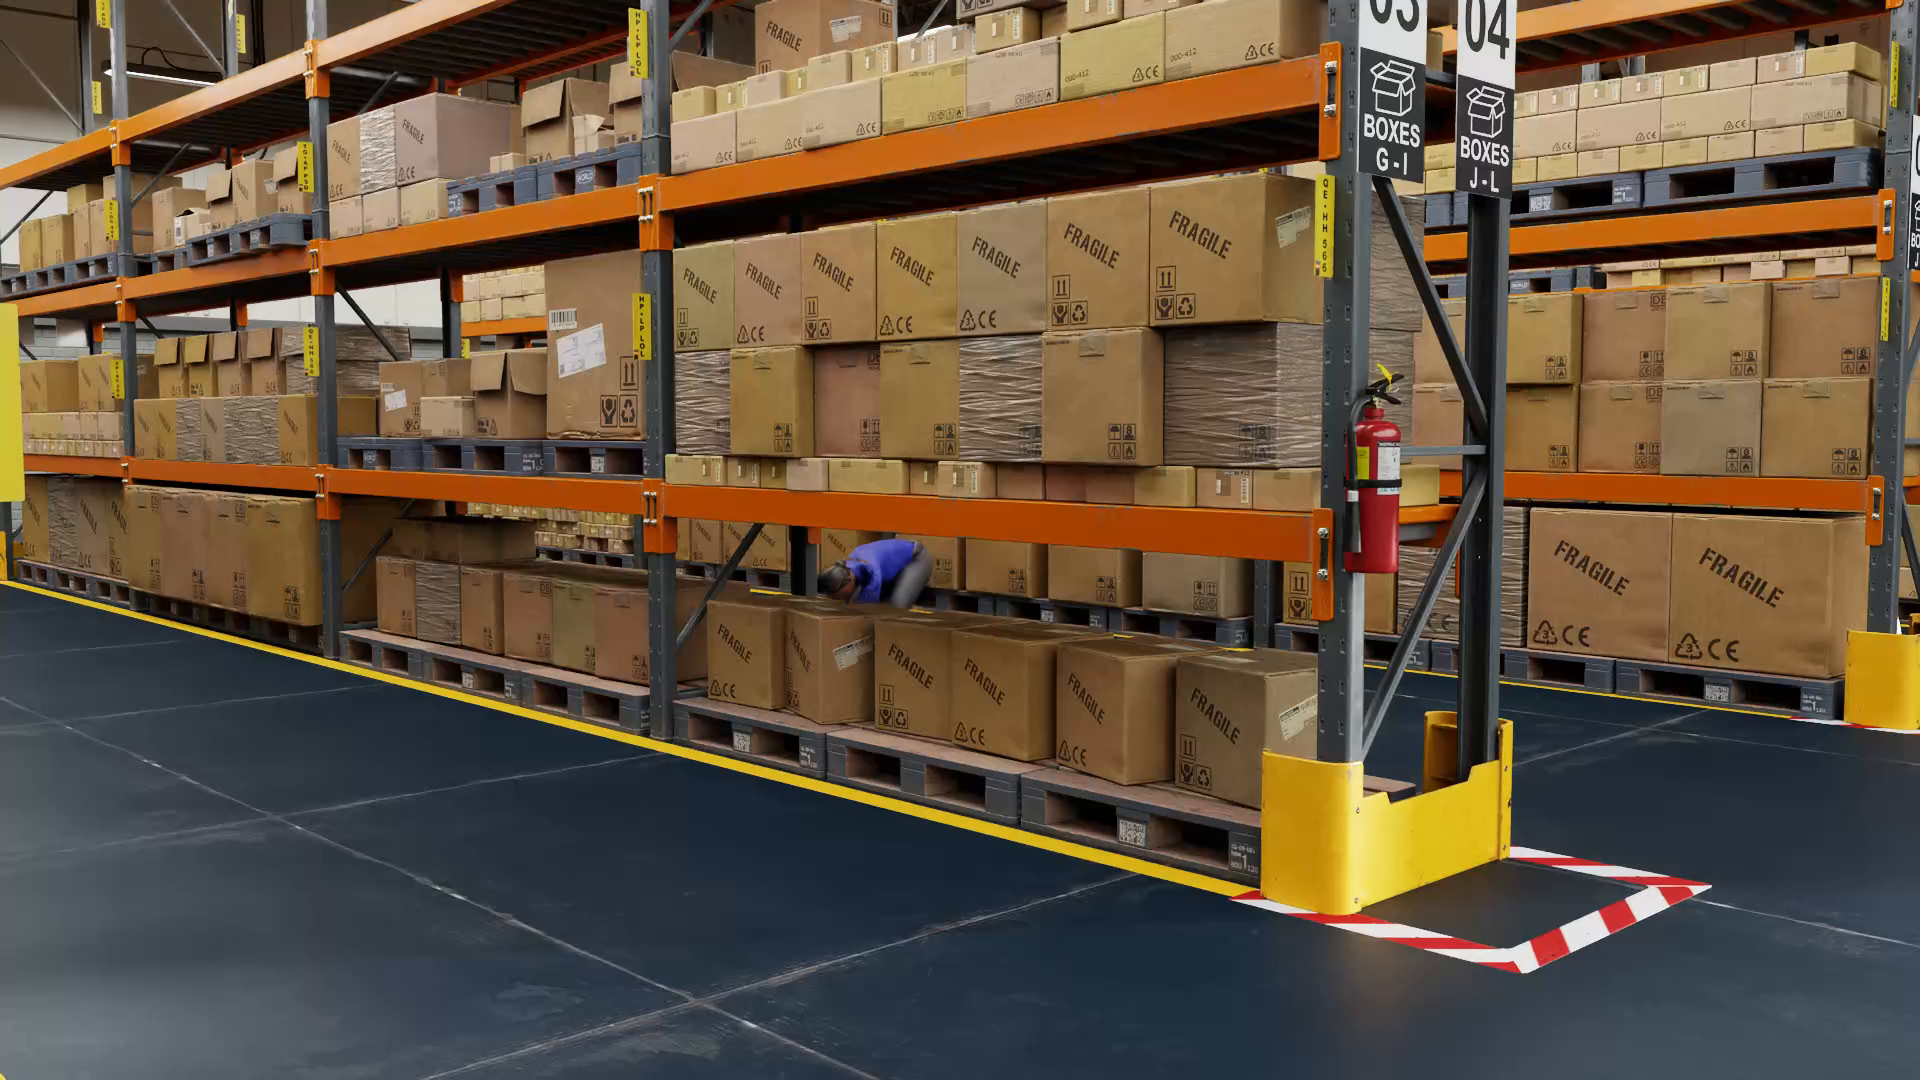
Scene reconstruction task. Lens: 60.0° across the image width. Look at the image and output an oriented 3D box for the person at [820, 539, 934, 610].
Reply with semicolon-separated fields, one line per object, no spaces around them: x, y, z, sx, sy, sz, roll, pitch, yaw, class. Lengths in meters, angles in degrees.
-0.539;0.433;10.588;0.465;0.864;0.866;4;6;43;person
